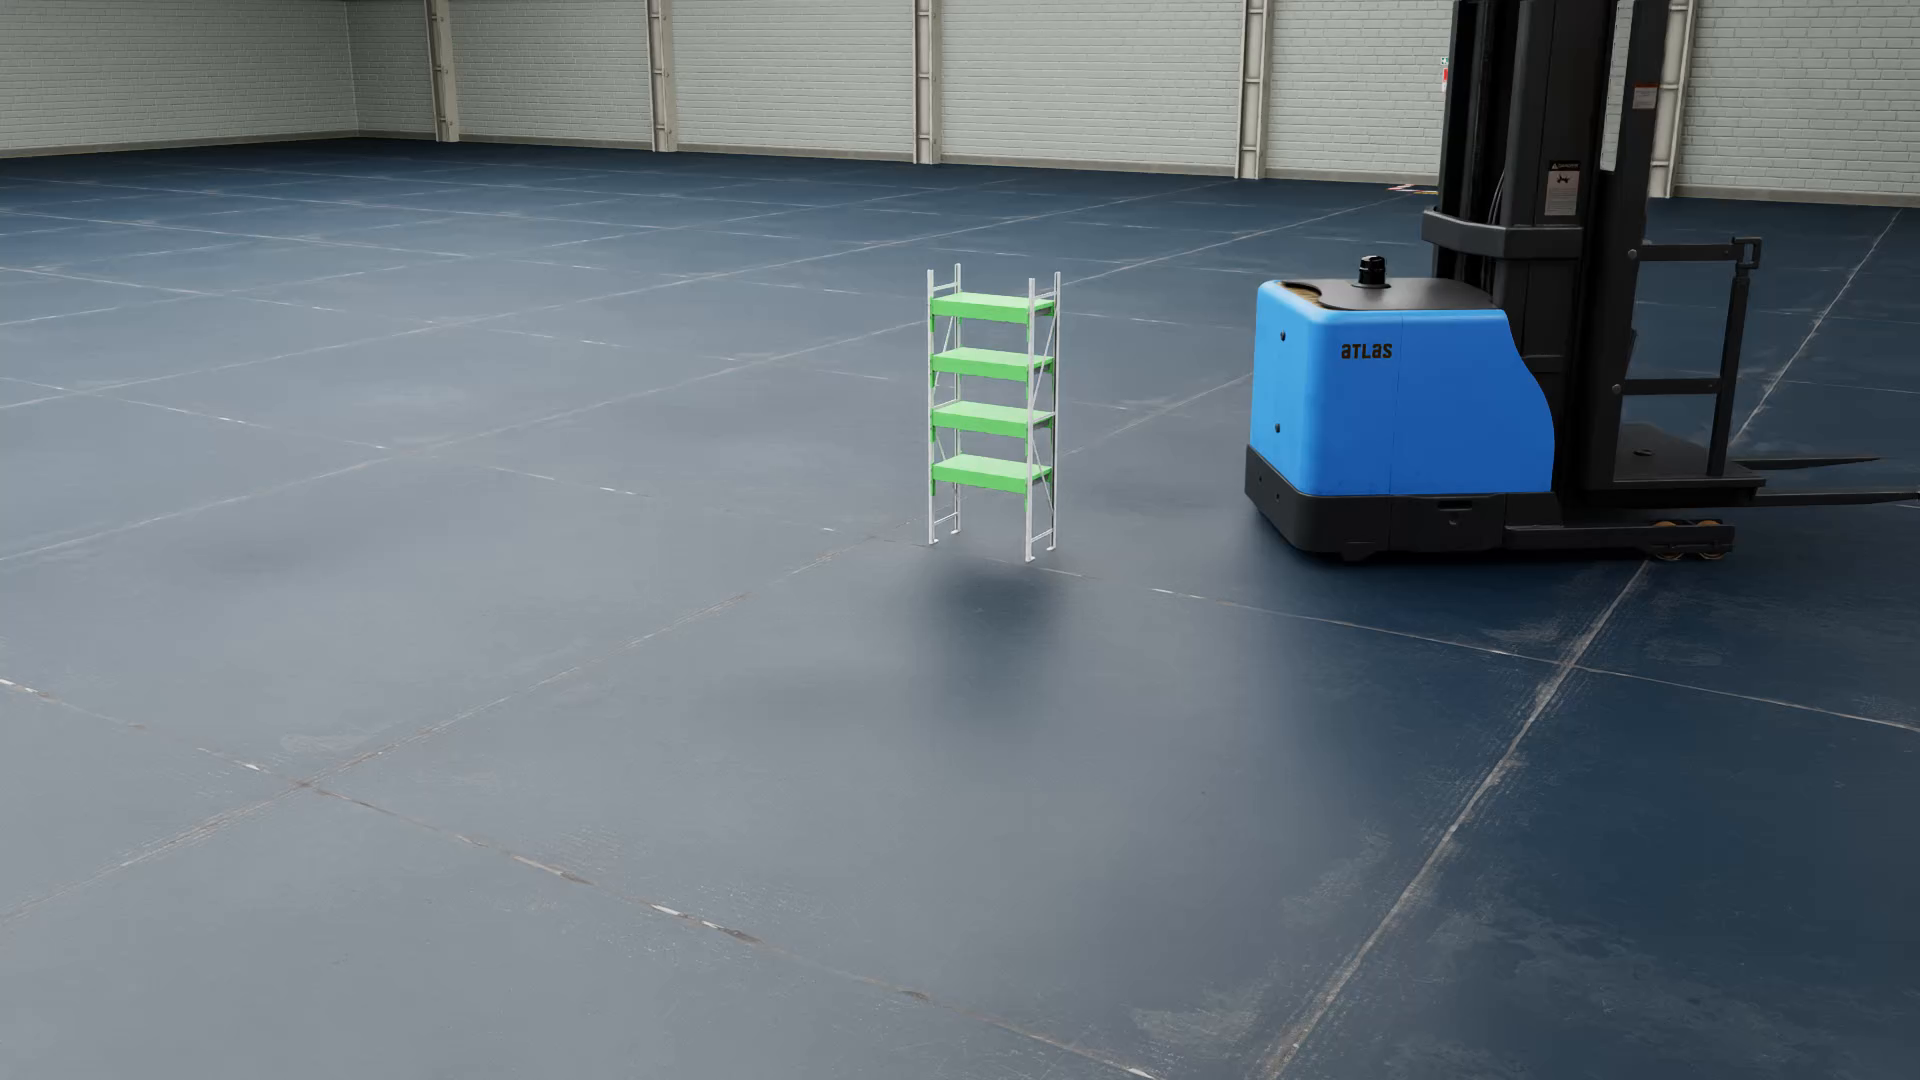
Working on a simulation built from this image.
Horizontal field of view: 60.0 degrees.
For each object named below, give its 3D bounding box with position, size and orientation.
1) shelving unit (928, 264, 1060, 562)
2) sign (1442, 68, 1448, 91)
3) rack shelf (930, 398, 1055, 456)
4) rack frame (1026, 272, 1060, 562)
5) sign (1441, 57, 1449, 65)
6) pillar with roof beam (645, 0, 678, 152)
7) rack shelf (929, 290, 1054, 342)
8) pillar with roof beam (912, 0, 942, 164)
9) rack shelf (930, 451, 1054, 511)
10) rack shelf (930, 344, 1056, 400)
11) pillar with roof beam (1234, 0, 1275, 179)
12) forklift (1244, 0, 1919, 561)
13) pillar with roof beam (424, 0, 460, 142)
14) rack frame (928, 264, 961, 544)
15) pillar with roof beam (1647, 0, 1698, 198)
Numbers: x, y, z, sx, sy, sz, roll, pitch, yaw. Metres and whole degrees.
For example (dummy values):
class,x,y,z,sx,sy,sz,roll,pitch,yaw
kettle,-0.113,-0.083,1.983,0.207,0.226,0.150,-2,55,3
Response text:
class,x,y,z,sx,sy,sz,roll,pitch,yaw
shelving unit,0.141,-0.549,7.124,0.503,1.200,0.258,10,20,30
sign,7.154,-6.709,24.245,0.234,0.329,0.001,10,20,30
rack shelf,0.141,-0.488,7.142,0.480,0.148,0.258,10,20,30
rack frame,0.349,-0.512,7.002,0.015,1.200,0.240,10,20,30
sign,7.153,-6.960,24.159,0.331,0.109,0.001,10,20,30
pillar with roof beam,-7.934,-10.739,27.253,0.400,9.000,9.100,10,20,30
rack shelf,0.141,-0.947,7.003,0.480,0.148,0.258,10,20,30
pillar with roof beam,-2.822,-9.826,24.248,0.400,9.000,9.100,10,20,30
rack shelf,0.141,-0.258,7.212,0.480,0.148,0.258,10,20,30
rack shelf,0.141,-0.717,7.073,0.480,0.148,0.258,10,20,30
pillar with roof beam,2.291,-8.914,21.244,0.400,9.000,9.100,10,20,30
forklift,2.889,-1.465,7.162,3.031,2.935,1.130,-1,17,-4
pillar with roof beam,-13.047,-11.652,30.257,0.400,9.000,9.100,10,20,30
rack frame,-0.067,-0.586,7.246,0.015,1.200,0.240,10,20,30
pillar with roof beam,7.404,-8.001,18.239,0.400,9.000,9.100,10,20,30
